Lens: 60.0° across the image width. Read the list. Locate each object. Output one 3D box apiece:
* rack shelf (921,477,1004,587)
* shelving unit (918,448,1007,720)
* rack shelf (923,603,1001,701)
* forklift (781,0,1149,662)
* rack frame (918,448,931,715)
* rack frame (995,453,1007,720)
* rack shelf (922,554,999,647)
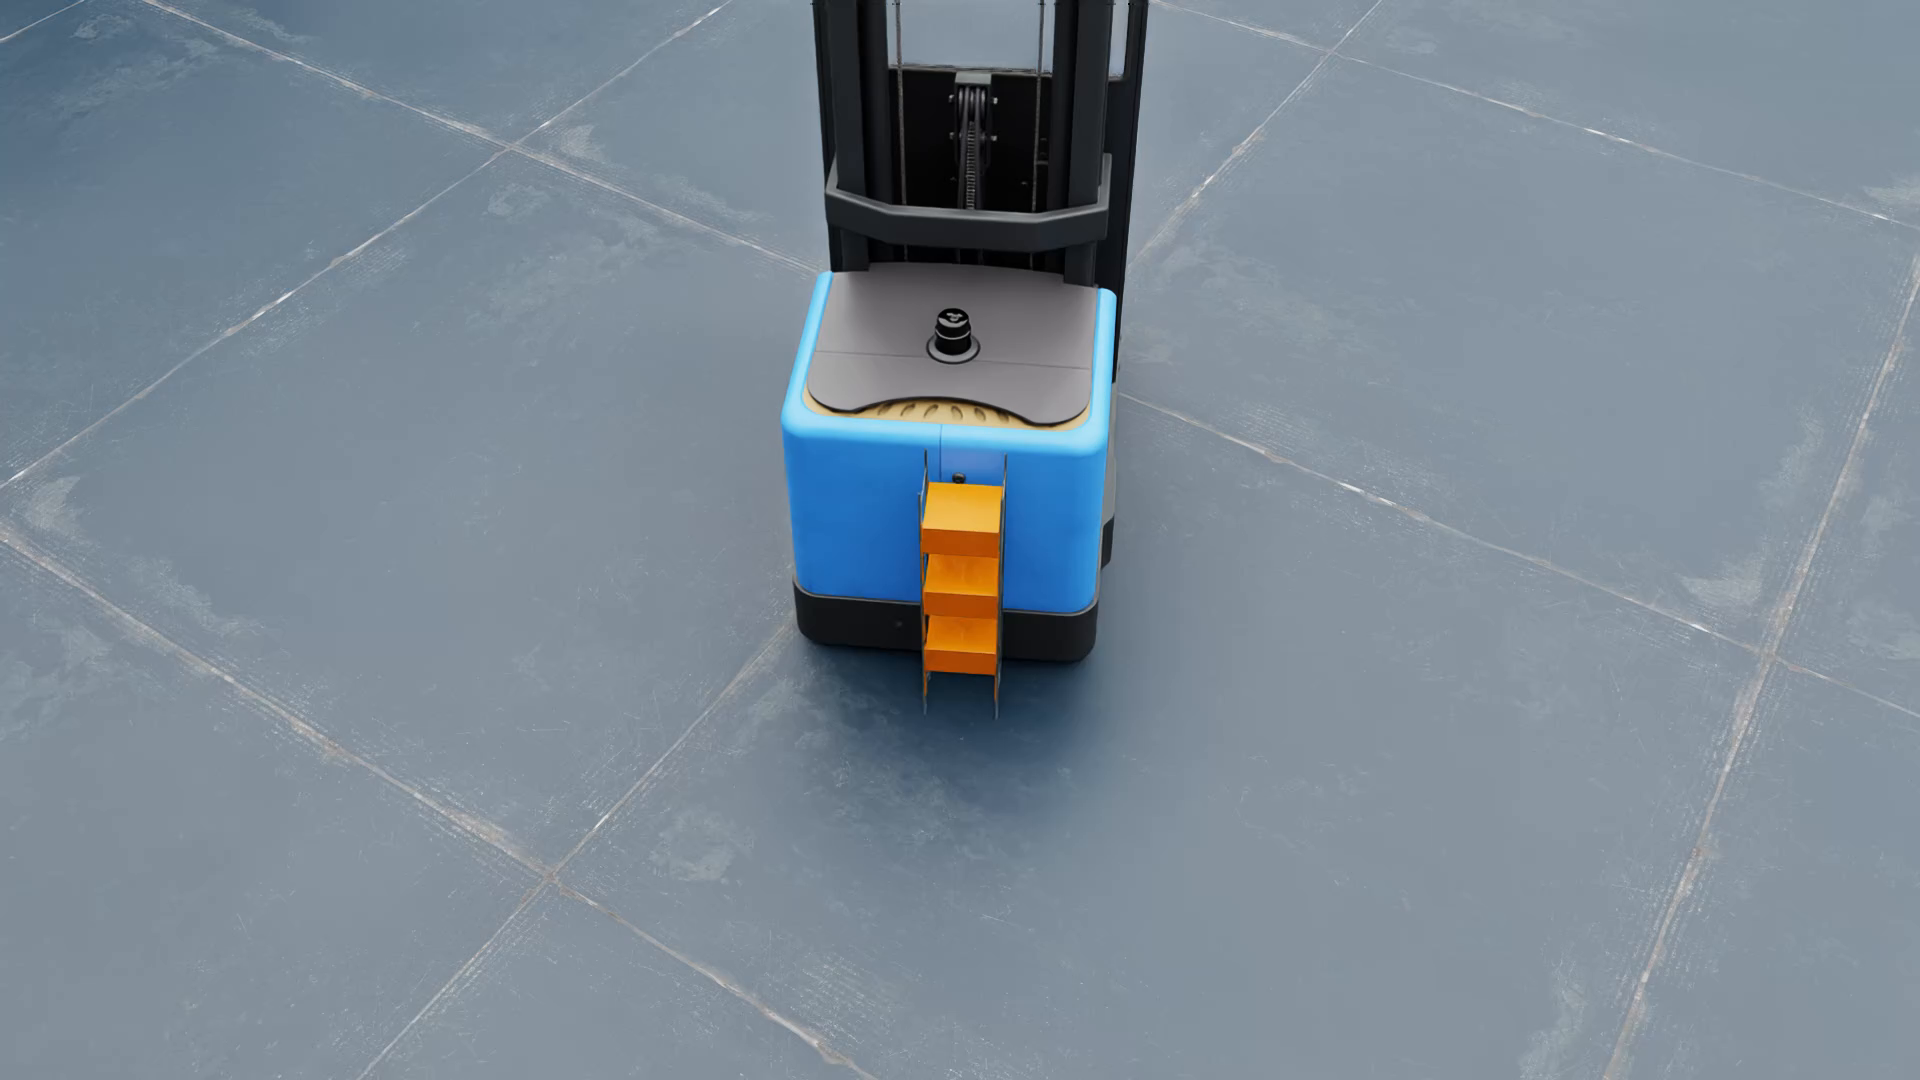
[{"bbox_3d":[0.009,-0.024,5.160,0.240,0.259,0.215,4,46,3],"label":"rack shelf"},{"bbox_3d":[0.009,0.167,5.356,0.252,1.050,0.215,4,46,3],"label":"shelving unit"},{"bbox_3d":[0.009,0.368,5.563,0.240,0.259,0.215,4,46,3],"label":"rack shelf"},{"bbox_3d":[0.091,-1.662,5.821,1.130,2.935,3.031,4,46,4],"label":"forklift"},{"bbox_3d":[-0.112,0.159,5.363,0.008,1.050,0.200,4,46,3],"label":"rack frame"},{"bbox_3d":[0.131,0.174,5.349,0.008,1.050,0.200,4,46,3],"label":"rack frame"},{"bbox_3d":[0.009,0.174,5.364,0.240,0.259,0.215,4,46,3],"label":"rack shelf"}]
